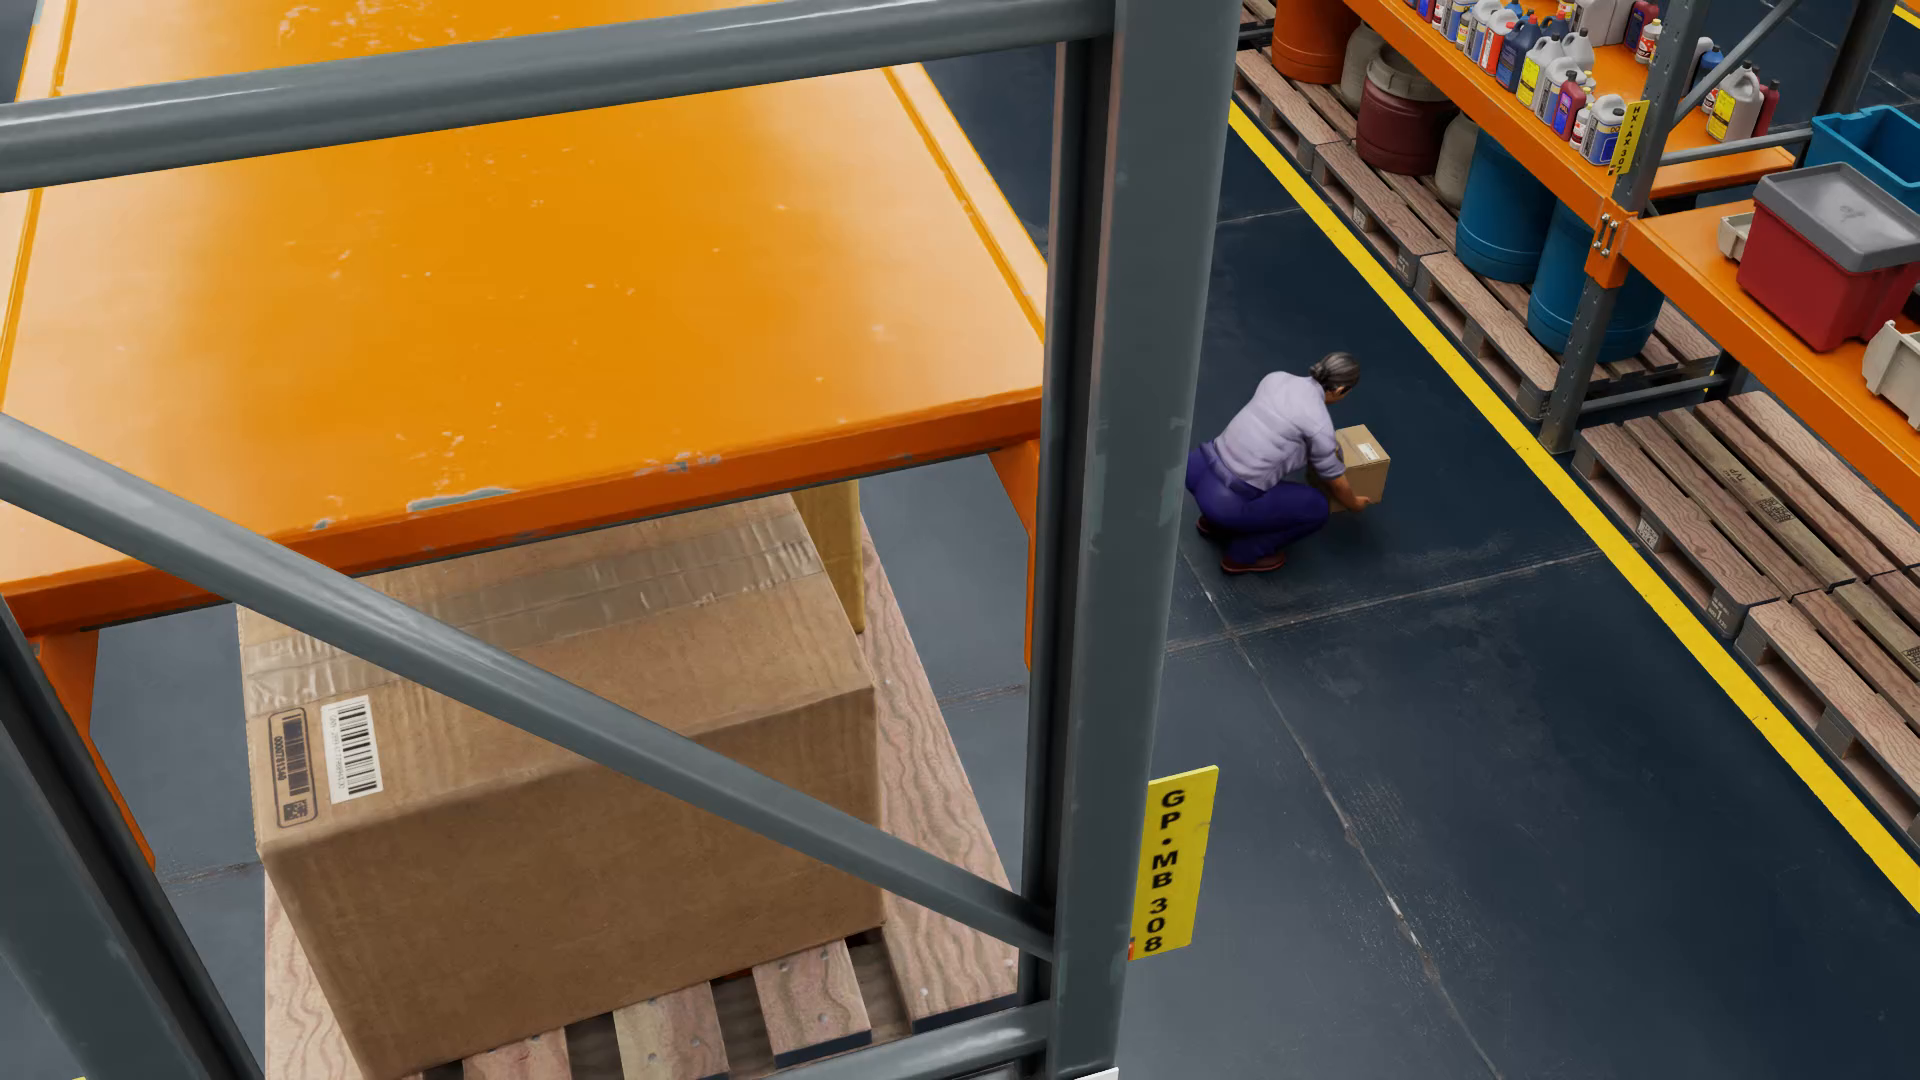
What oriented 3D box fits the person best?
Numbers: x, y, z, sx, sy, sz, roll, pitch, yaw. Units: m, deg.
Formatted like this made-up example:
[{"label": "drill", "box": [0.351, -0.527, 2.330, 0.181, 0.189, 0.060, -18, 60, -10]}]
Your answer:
[{"label": "person", "box": [1.364, -0.346, 7.110, 0.828, 0.923, 0.528, -12, 44, -13]}]
